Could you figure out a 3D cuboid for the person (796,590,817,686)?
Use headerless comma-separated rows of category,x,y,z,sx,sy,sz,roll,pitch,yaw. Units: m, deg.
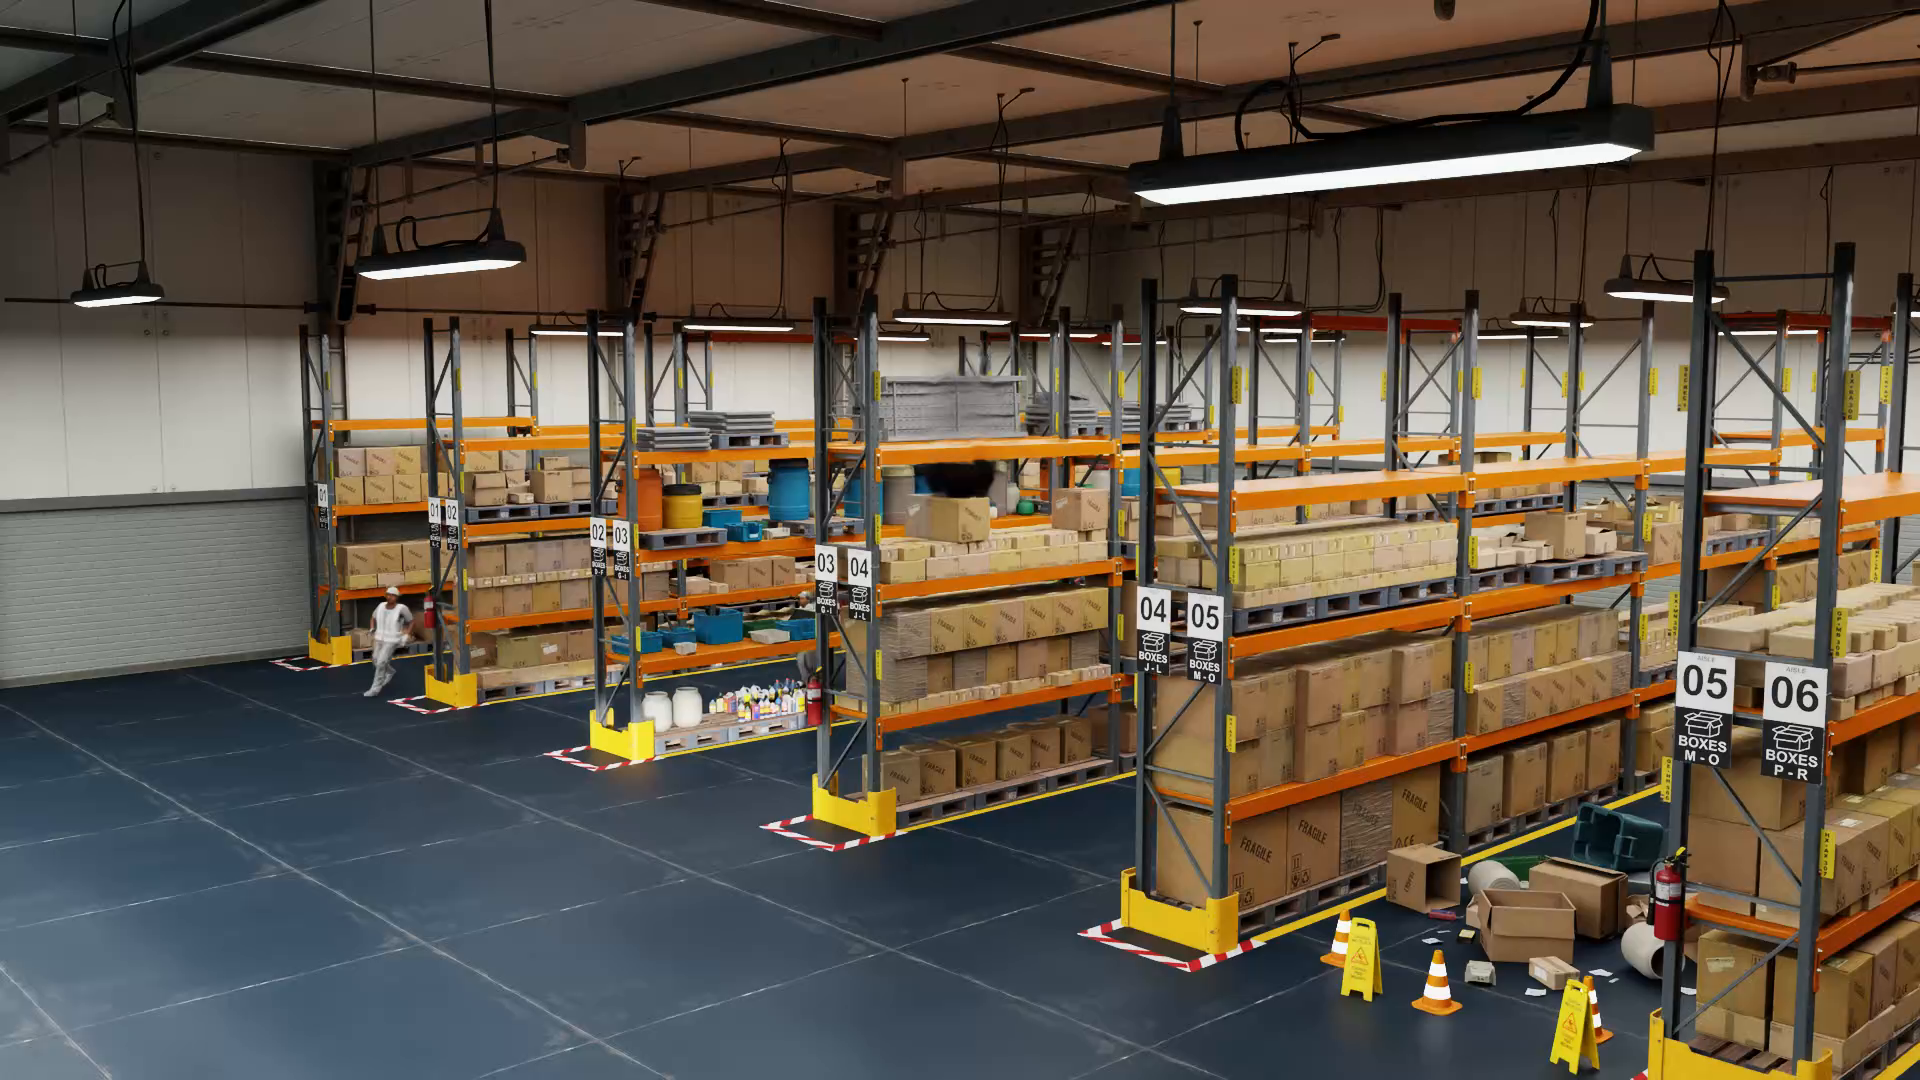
person,-2.374,1.636,27.049,0.606,1.665,0.661,6,8,44

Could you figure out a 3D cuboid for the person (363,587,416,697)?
person,-9.141,1.590,26.615,0.742,1.685,0.814,1,6,14
